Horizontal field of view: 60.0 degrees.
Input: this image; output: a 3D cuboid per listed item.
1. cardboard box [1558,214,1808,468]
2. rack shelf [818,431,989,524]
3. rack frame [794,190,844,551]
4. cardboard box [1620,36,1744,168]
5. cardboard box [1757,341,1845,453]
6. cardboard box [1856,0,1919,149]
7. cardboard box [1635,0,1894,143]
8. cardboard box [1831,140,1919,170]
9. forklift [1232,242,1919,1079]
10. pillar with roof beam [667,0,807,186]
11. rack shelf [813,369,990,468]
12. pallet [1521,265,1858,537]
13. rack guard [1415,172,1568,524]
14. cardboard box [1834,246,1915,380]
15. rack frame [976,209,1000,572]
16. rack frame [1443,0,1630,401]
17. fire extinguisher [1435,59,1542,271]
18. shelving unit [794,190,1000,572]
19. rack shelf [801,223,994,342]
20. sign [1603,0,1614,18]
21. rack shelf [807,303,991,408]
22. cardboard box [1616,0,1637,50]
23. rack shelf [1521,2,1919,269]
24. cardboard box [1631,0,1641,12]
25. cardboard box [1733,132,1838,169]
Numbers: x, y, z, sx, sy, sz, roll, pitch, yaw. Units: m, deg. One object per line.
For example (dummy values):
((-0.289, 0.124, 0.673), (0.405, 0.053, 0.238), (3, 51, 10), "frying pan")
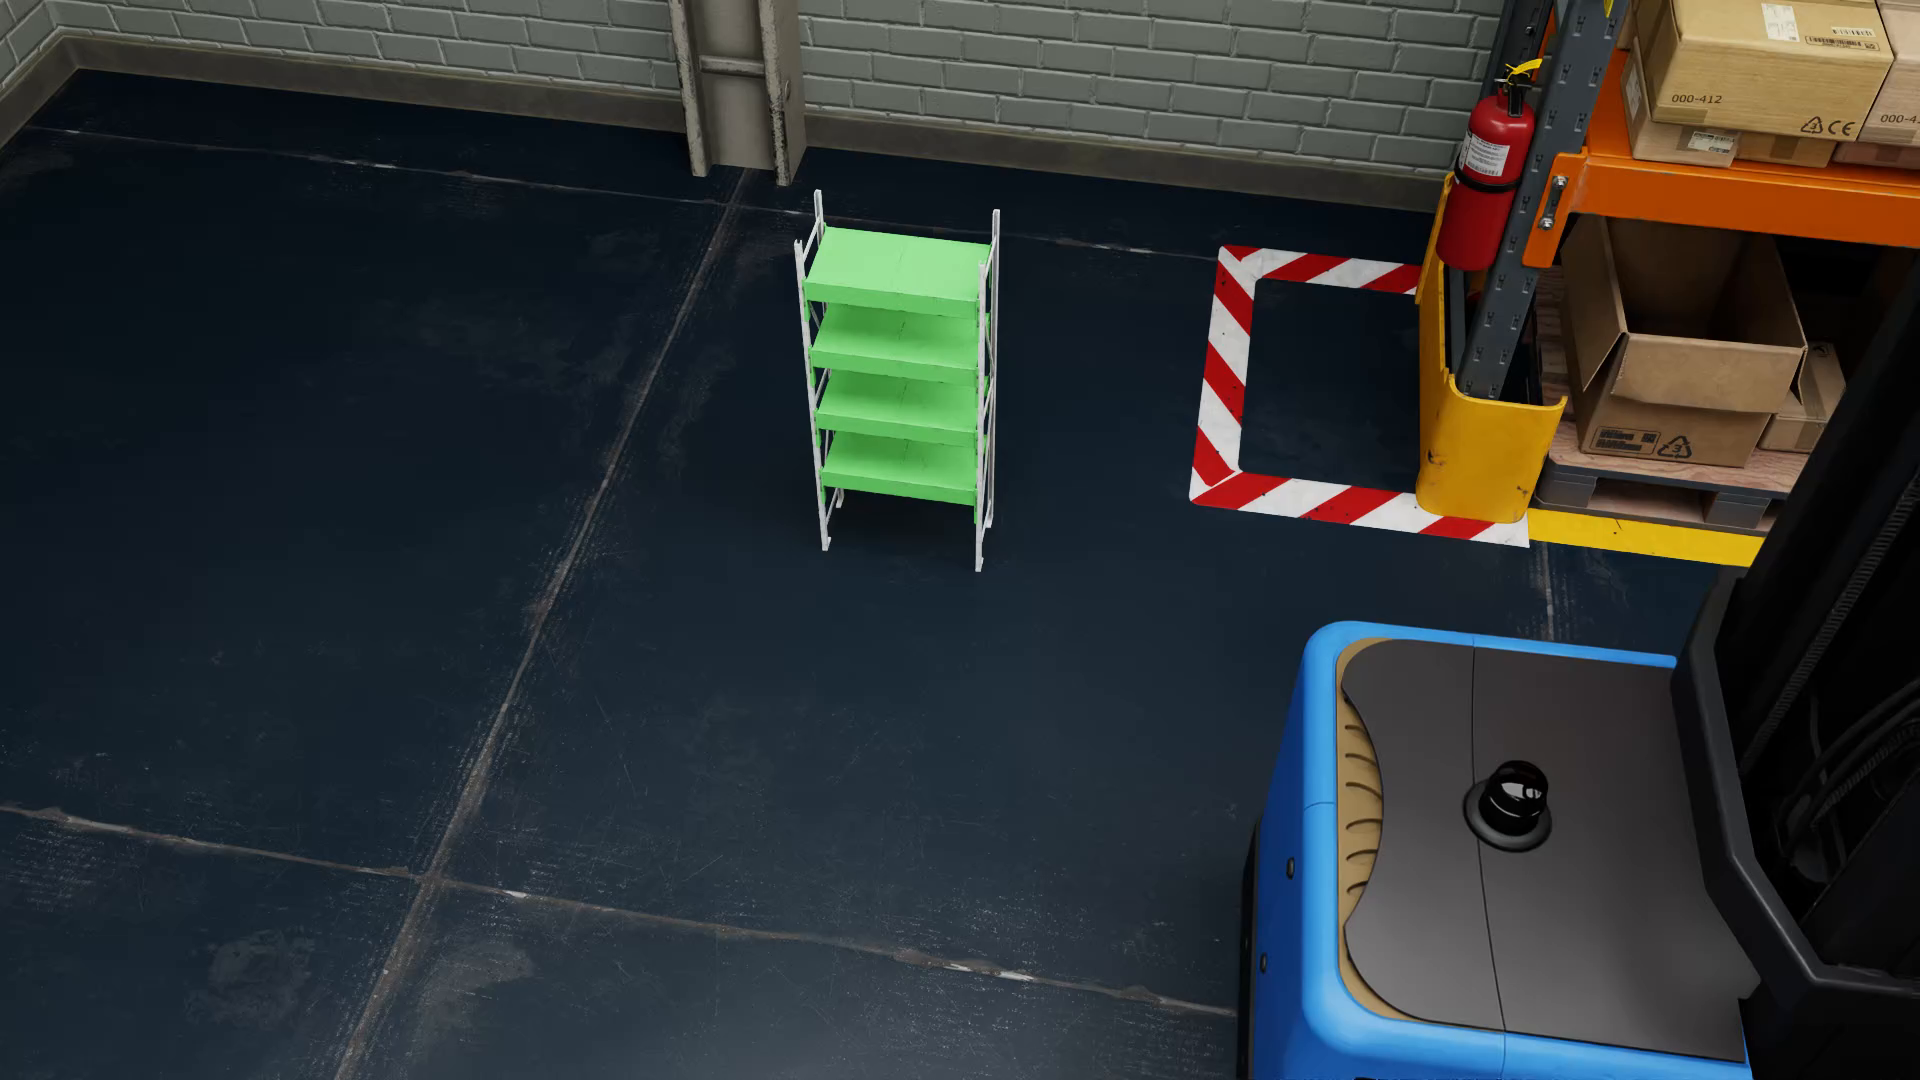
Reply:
((2.246, -0.663, 5.225), (0.637, 0.503, 0.797), (6, 48, 5), "cardboard box")
((-0.163, -0.220, 5.049), (0.480, 0.148, 0.258), (8, 49, 7), "rack shelf")
((-0.403, -0.455, 4.852), (0.015, 1.200, 0.240), (8, 49, 7), "rack frame")
((1.935, -1.179, 4.461), (0.250, 0.149, 0.380), (7, 48, 7), "cardboard box")
((2.657, -0.459, 5.280), (0.250, 0.149, 0.380), (6, 48, 5), "cardboard box")
((2.555, -1.232, 4.242), (0.500, 0.250, 0.500), (8, 49, 7), "cardboard box")
((2.059, -1.299, 4.301), (0.500, 0.250, 0.500), (8, 49, 7), "cardboard box")
((2.458, -1.169, 4.453), (0.250, 0.149, 0.380), (7, 48, 6), "cardboard box")
((2.174, 0.419, 2.903), (3.031, 2.935, 1.130), (6, 48, 5), "forklift")
((-1.598, -1.377, 0.438), (0.400, 9.000, 9.100), (8, 49, 7), "pillar with roof beam")
((-0.163, -0.380, 4.871), (0.480, 0.148, 0.258), (8, 49, 7), "rack shelf")
((2.520, -0.460, 5.522), (1.213, 0.211, 1.003), (8, 49, 7), "pallet")
((1.735, -0.661, 5.508), (0.348, 0.500, 1.175), (8, 49, 7), "rack guard")
((3.080, -0.520, 5.099), (0.500, 0.500, 0.700), (9, 49, 8), "cardboard box")
((0.077, -0.391, 4.794), (0.015, 1.200, 0.240), (8, 49, 7), "rack frame")
((1.661, -1.507, 4.587), (0.127, 3.000, 1.000), (8, 49, 7), "rack frame")
((1.434, -1.037, 4.468), (0.183, 0.674, 0.296), (8, 49, 7), "fire extinguisher")
((-0.163, -0.423, 4.823), (0.503, 1.200, 0.258), (8, 49, 7), "shelving unit")
((-0.163, -0.701, 4.514), (0.480, 0.148, 0.258), (8, 49, 7), "rack shelf")
((1.564, -1.399, 3.908), (0.005, 0.325, 0.100), (8, 49, 7), "sign")
((-0.163, -0.541, 4.692), (0.480, 0.148, 0.258), (8, 49, 7), "rack shelf")
((2.034, -1.575, 4.818), (0.250, 0.149, 0.380), (7, 48, 6), "cardboard box")
((3.629, -1.002, 4.617), (4.000, 0.370, 1.077), (8, 49, 7), "rack shelf")
((2.160, -1.690, 4.652), (0.500, 0.250, 0.500), (9, 49, 8), "cardboard box")
((2.194, -1.179, 4.461), (0.250, 0.149, 0.380), (9, 49, 8), "cardboard box")
